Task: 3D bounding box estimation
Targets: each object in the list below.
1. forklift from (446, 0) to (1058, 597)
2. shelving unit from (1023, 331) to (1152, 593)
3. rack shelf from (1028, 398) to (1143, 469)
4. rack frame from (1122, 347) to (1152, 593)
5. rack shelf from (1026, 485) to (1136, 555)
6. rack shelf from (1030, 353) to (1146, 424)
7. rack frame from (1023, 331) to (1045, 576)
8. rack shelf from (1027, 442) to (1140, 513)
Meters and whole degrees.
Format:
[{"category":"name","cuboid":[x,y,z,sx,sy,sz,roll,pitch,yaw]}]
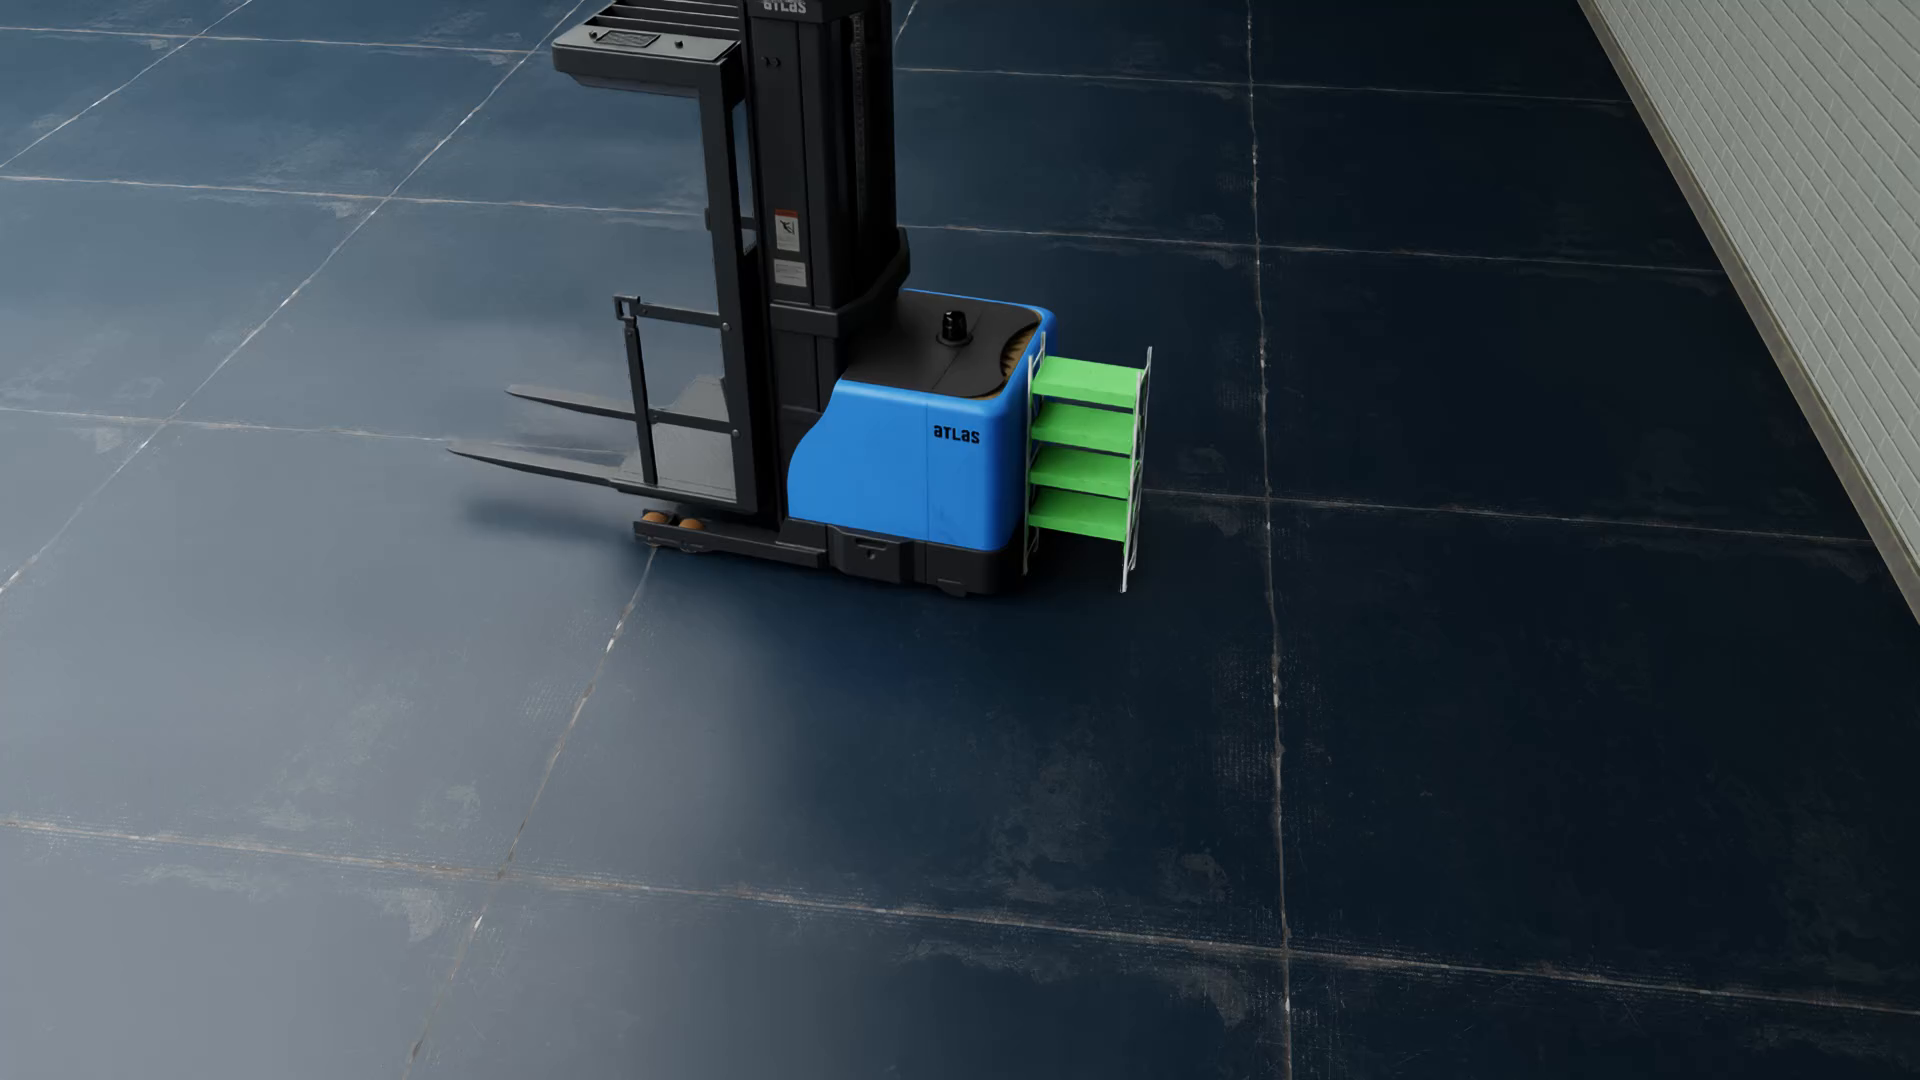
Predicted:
[{"category":"forklift","cuboid":[-1.094,-1.410,7.703,3.031,2.935,1.130,10,37,14]},{"category":"shelving unit","cuboid":[0.577,-0.344,7.699,0.503,1.200,0.258,10,37,14]},{"category":"rack shelf","cuboid":[0.577,-0.487,7.597,0.480,0.148,0.258,10,37,14]},{"category":"rack frame","cuboid":[0.811,-0.303,7.642,0.015,1.200,0.240,10,37,14]},{"category":"rack shelf","cuboid":[0.577,-0.097,7.876,0.480,0.148,0.258,10,37,14]},{"category":"rack shelf","cuboid":[0.577,-0.683,7.457,0.480,0.148,0.258,10,37,14]},{"category":"rack frame","cuboid":[0.344,-0.385,7.757,0.015,1.200,0.240,10,37,14]},{"category":"rack shelf","cuboid":[0.577,-0.292,7.736,0.480,0.148,0.258,10,37,14]}]
